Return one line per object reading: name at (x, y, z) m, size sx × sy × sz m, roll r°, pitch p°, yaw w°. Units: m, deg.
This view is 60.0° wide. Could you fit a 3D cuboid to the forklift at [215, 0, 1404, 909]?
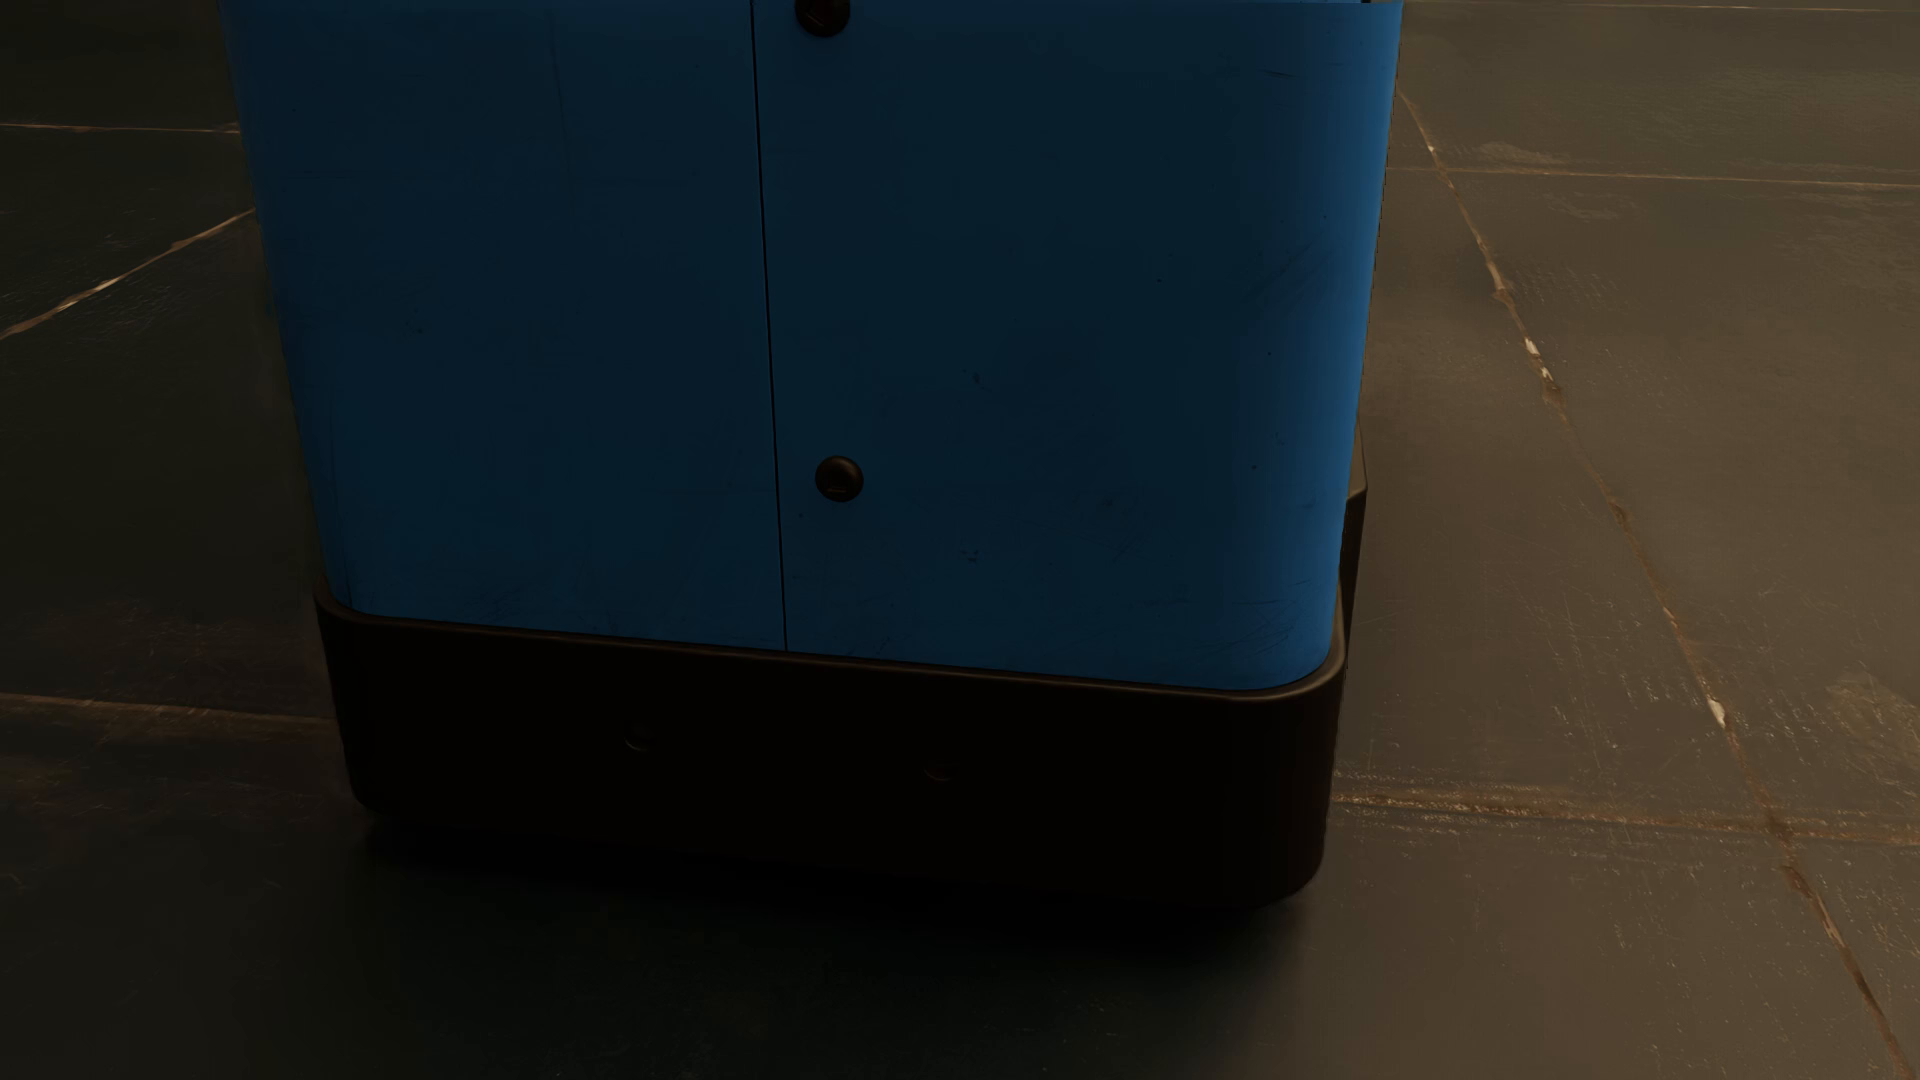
forklift at (0.087, -1.586, 2.396) m, size 1.130 × 2.935 × 3.031 m, roll 4°, pitch 27°, yaw 9°
